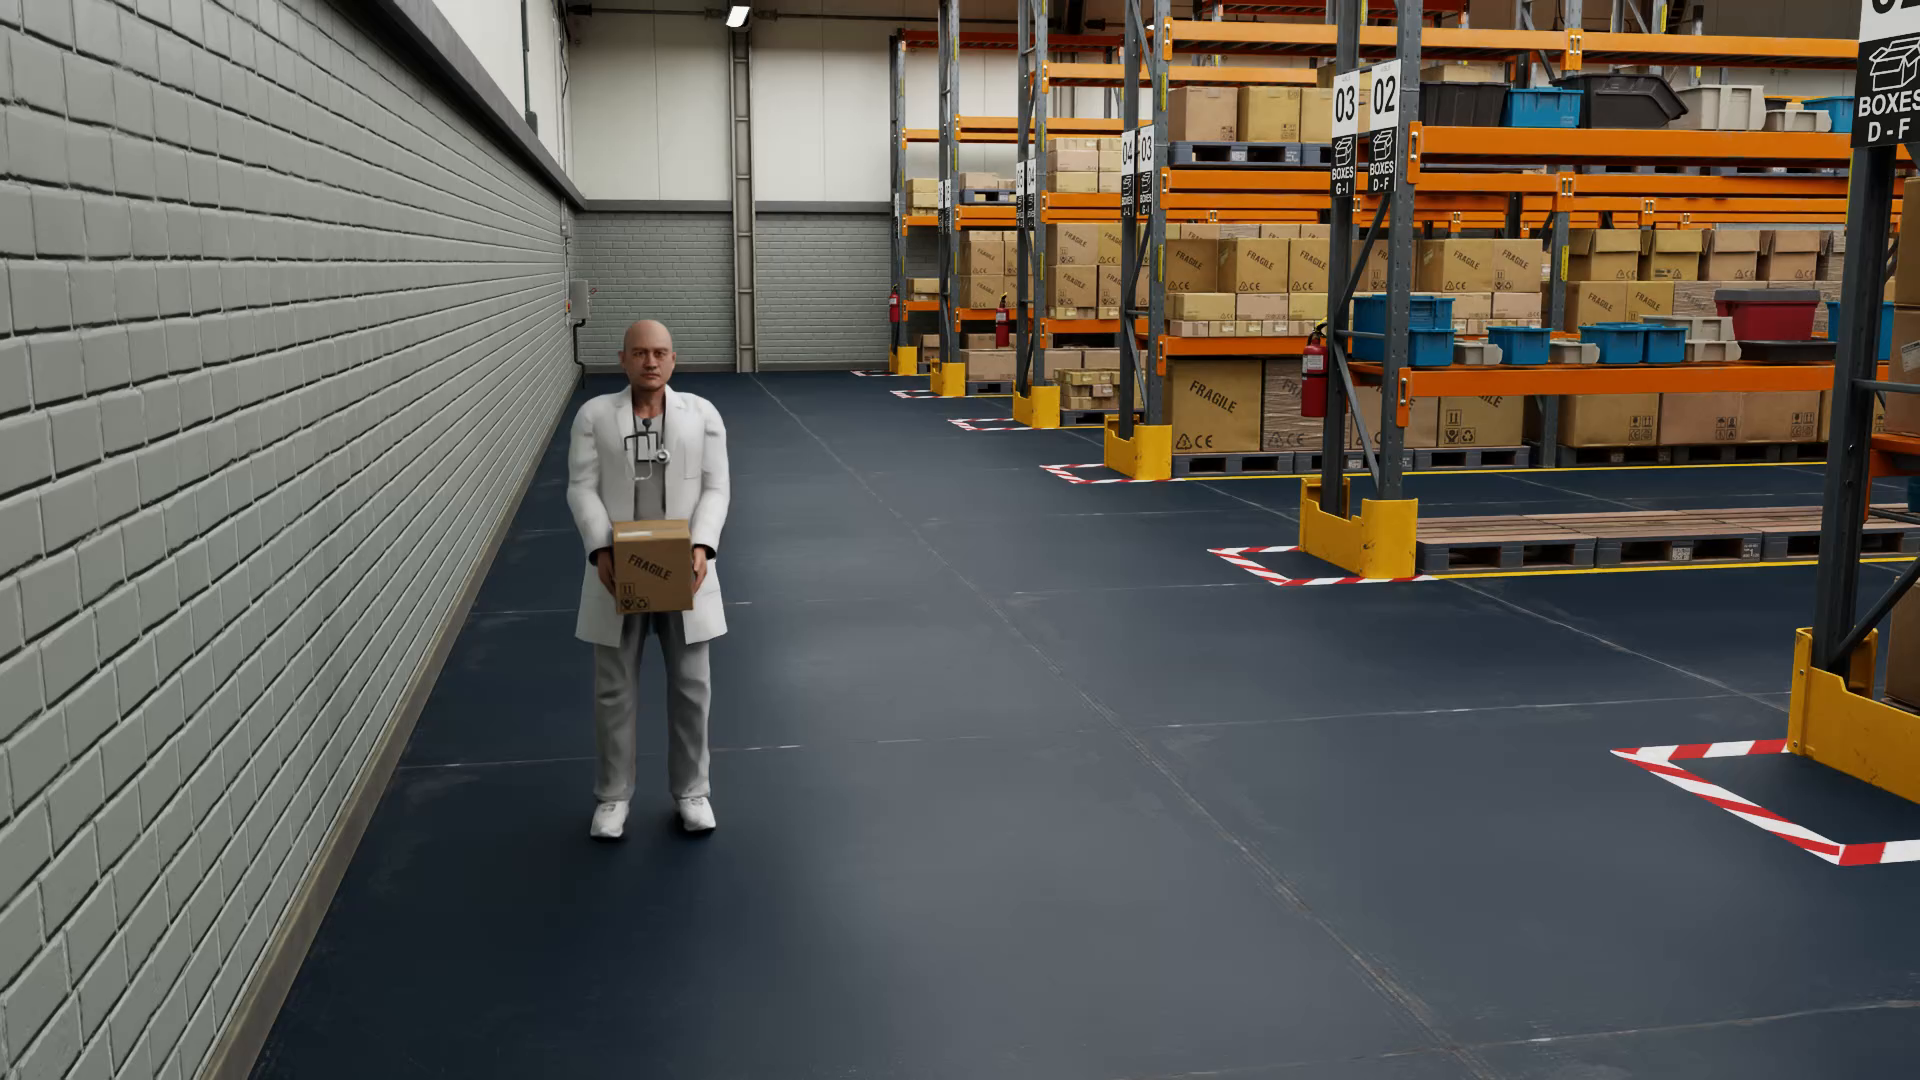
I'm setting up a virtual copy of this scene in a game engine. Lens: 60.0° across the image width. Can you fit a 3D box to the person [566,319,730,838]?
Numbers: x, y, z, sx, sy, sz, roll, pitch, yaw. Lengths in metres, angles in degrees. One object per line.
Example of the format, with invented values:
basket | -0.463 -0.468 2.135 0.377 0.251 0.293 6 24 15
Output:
person | -1.063 0.139 5.740 0.563 1.782 0.508 -2 10 -12
